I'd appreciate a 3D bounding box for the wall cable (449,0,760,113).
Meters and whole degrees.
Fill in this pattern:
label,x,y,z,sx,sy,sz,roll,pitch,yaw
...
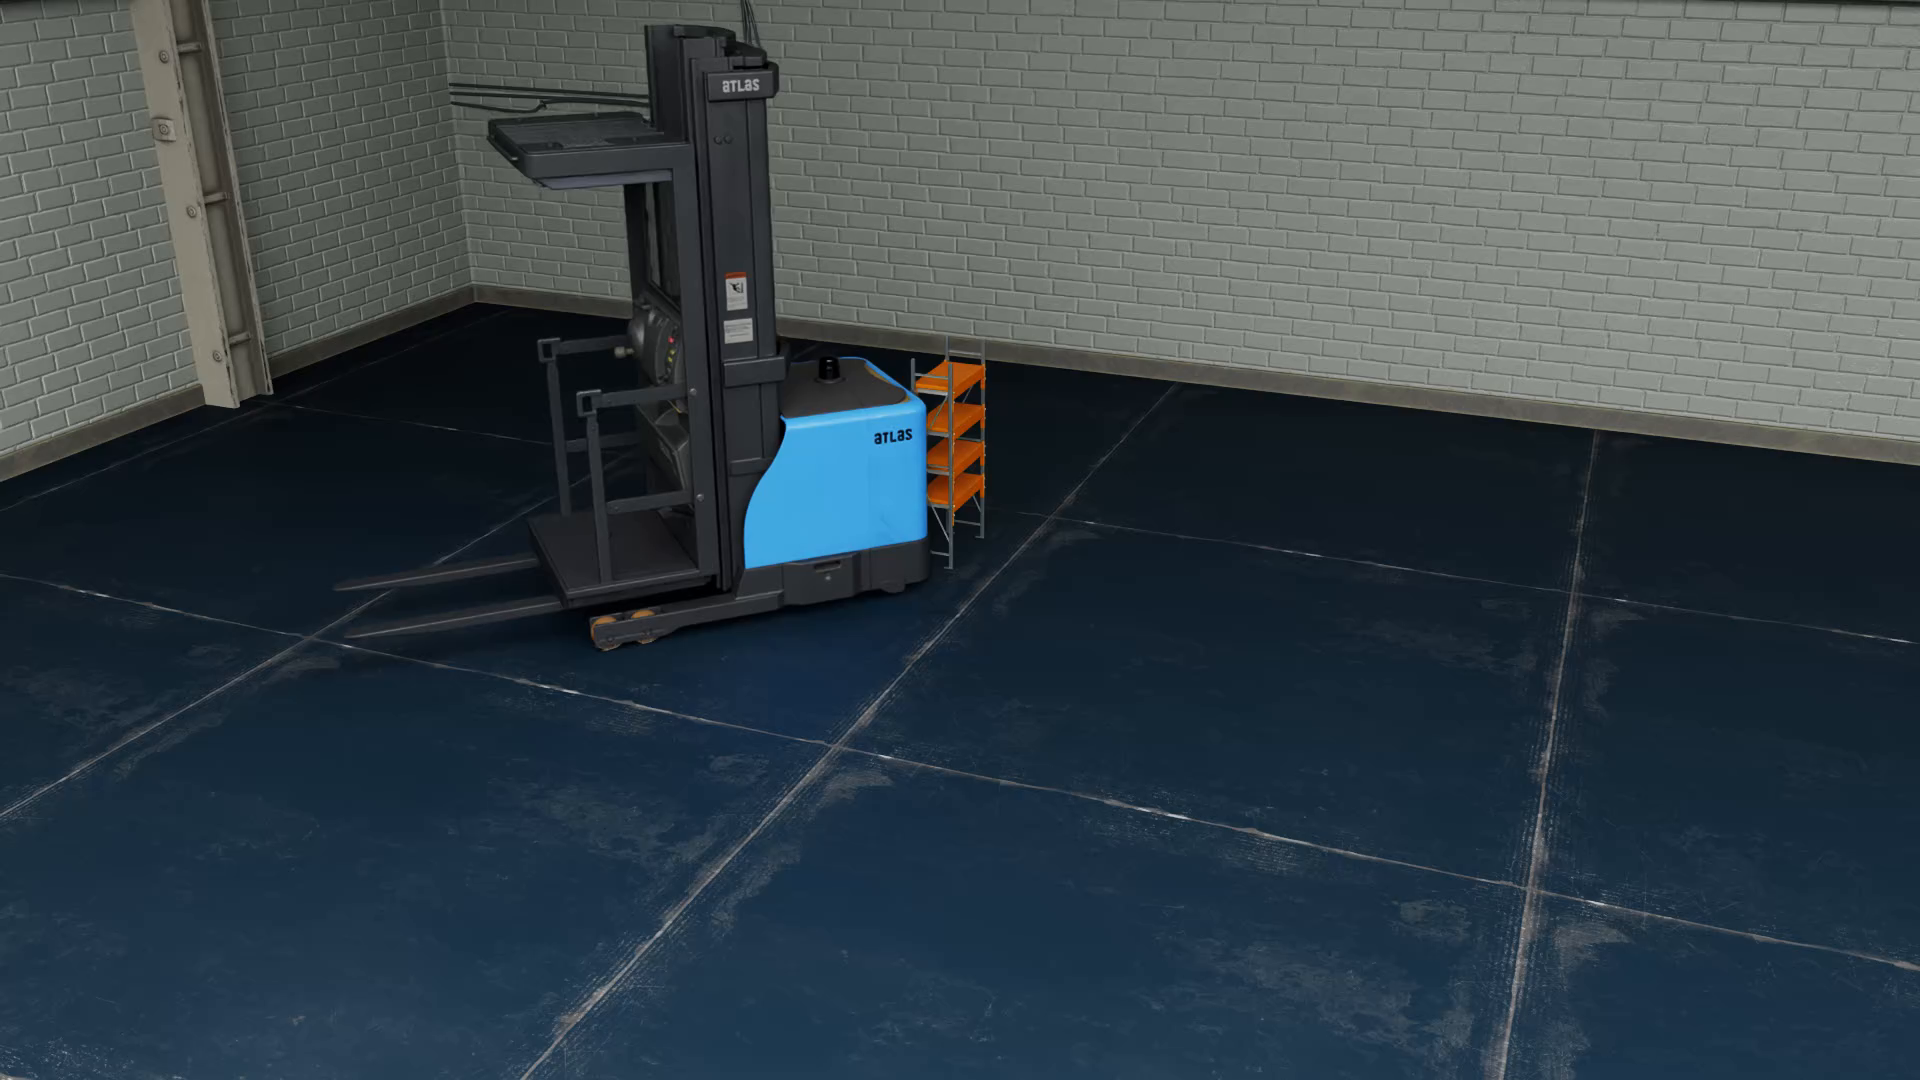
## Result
label,x,y,z,sx,sy,sz,roll,pitch,yaw
wall cable,-2.992,-4.629,13.185,3.097,2.526,0.112,9,24,20

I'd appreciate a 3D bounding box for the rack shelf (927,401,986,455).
label,x,y,z,sx,sy,sz,roll,pitch,yaw
rack shelf,-0.061,-0.639,9.317,0.258,0.148,0.480,9,24,20

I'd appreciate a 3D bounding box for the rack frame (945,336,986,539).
label,x,y,z,sx,sy,sz,roll,pitch,yaw
rack frame,0.029,-0.582,9.586,0.240,1.200,0.015,9,24,20

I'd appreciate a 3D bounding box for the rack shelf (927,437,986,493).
label,x,y,z,sx,sy,sz,roll,pitch,yaw
rack shelf,-0.061,-0.432,9.403,0.258,0.148,0.480,9,24,20

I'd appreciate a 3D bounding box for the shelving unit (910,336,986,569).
label,x,y,z,sx,sy,sz,roll,pitch,yaw
shelving unit,-0.061,-0.494,9.377,0.258,1.200,0.503,9,24,20

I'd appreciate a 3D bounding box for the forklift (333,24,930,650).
label,x,y,z,sx,sy,sz,roll,pitch,yaw
forklift,-1.726,-1.026,8.404,3.031,2.935,1.130,-10,25,-22

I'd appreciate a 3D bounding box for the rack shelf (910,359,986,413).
label,x,y,z,sx,sy,sz,roll,pitch,yaw
rack shelf,-0.061,-0.857,9.225,0.258,0.148,0.480,9,24,20

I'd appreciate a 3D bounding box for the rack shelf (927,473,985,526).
label,x,y,z,sx,sy,sz,roll,pitch,yaw
rack shelf,-0.061,-0.249,9.479,0.258,0.148,0.480,9,24,20

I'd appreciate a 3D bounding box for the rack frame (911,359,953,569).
label,x,y,z,sx,sy,sz,roll,pitch,yaw
rack frame,-0.152,-0.407,9.168,0.240,1.200,0.015,9,24,20

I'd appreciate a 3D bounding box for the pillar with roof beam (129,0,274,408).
label,x,y,z,sx,sy,sz,roll,pitch,yaw
pillar with roof beam,-1.317,-4.581,9.041,9.100,9.000,0.400,9,24,20
